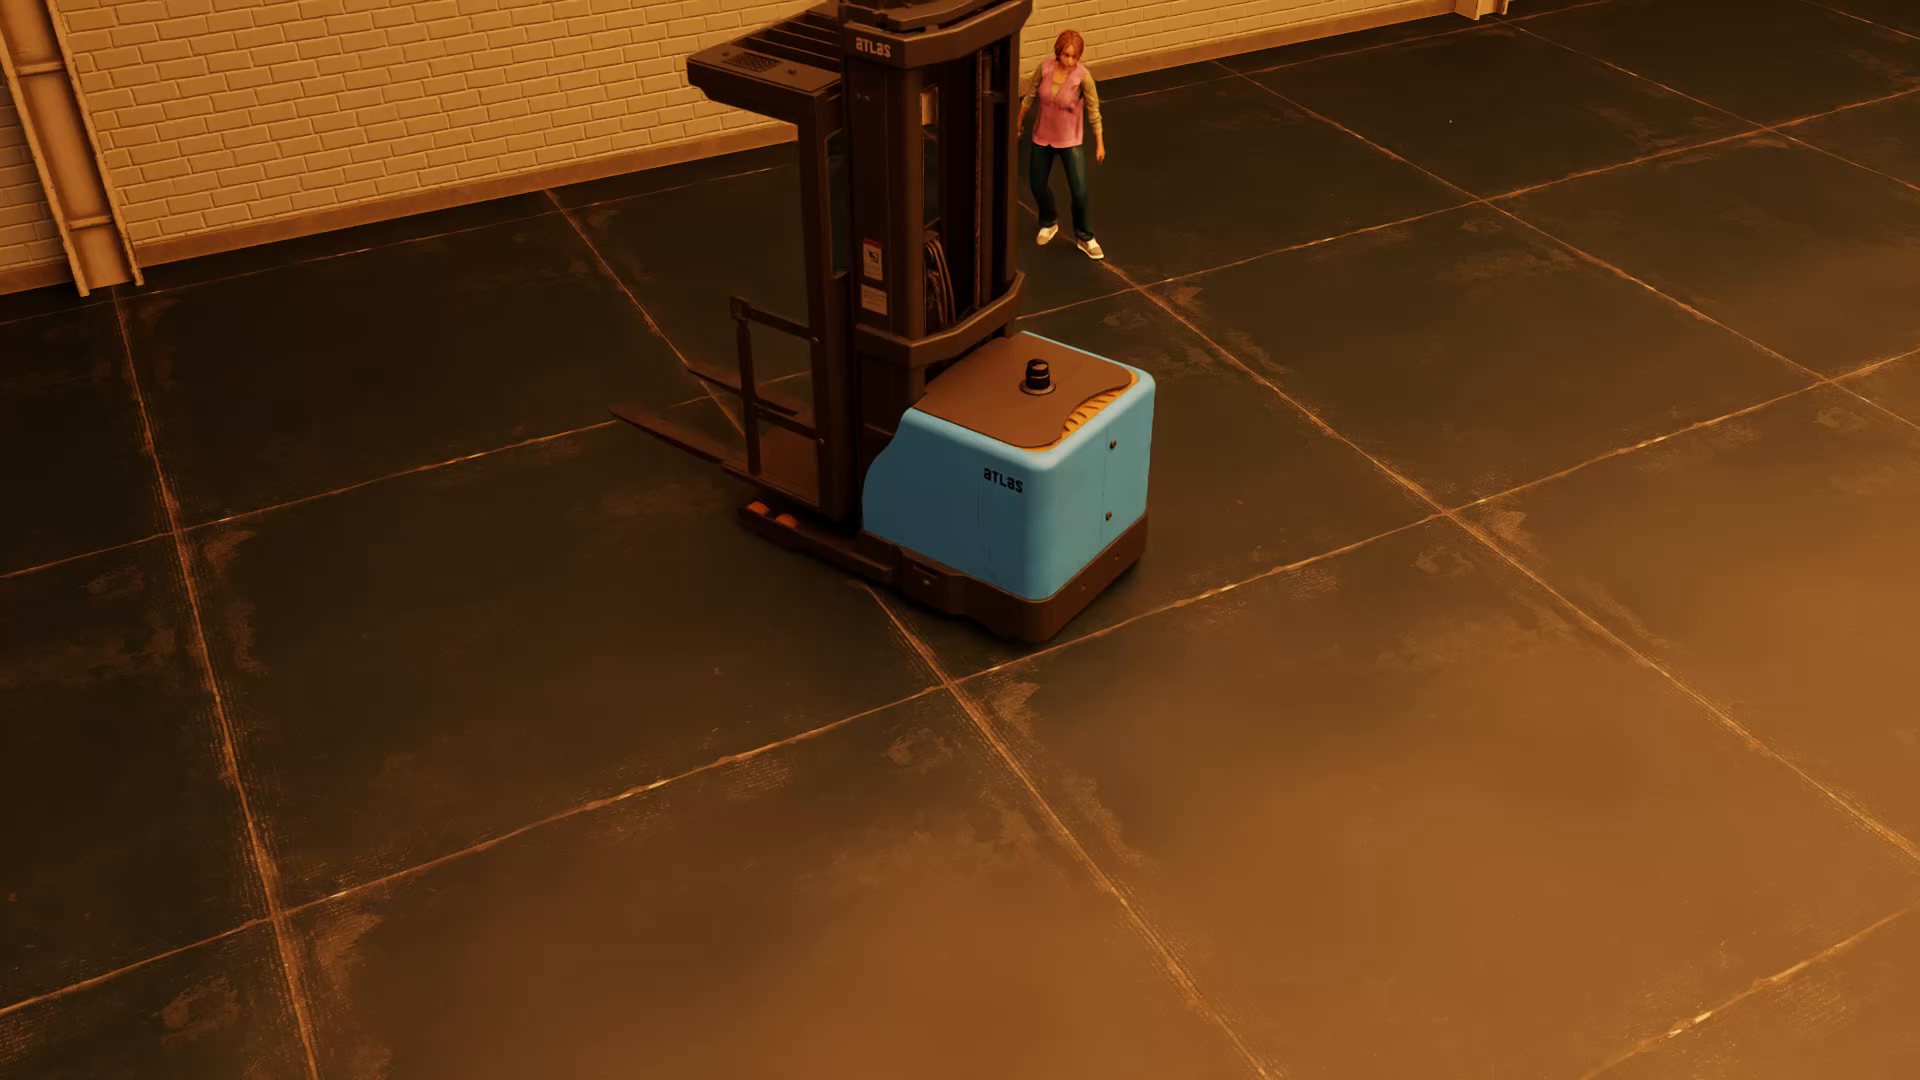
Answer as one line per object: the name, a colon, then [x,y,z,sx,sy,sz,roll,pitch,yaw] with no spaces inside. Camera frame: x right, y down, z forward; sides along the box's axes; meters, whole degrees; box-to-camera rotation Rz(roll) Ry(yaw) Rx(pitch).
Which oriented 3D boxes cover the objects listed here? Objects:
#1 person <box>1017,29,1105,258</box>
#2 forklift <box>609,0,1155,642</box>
person: [0.683,-2.670,11.134,0.744,1.569,0.414,17,39,23]
forklift: [-0.544,-1.387,8.085,3.031,2.935,1.130,23,41,29]
